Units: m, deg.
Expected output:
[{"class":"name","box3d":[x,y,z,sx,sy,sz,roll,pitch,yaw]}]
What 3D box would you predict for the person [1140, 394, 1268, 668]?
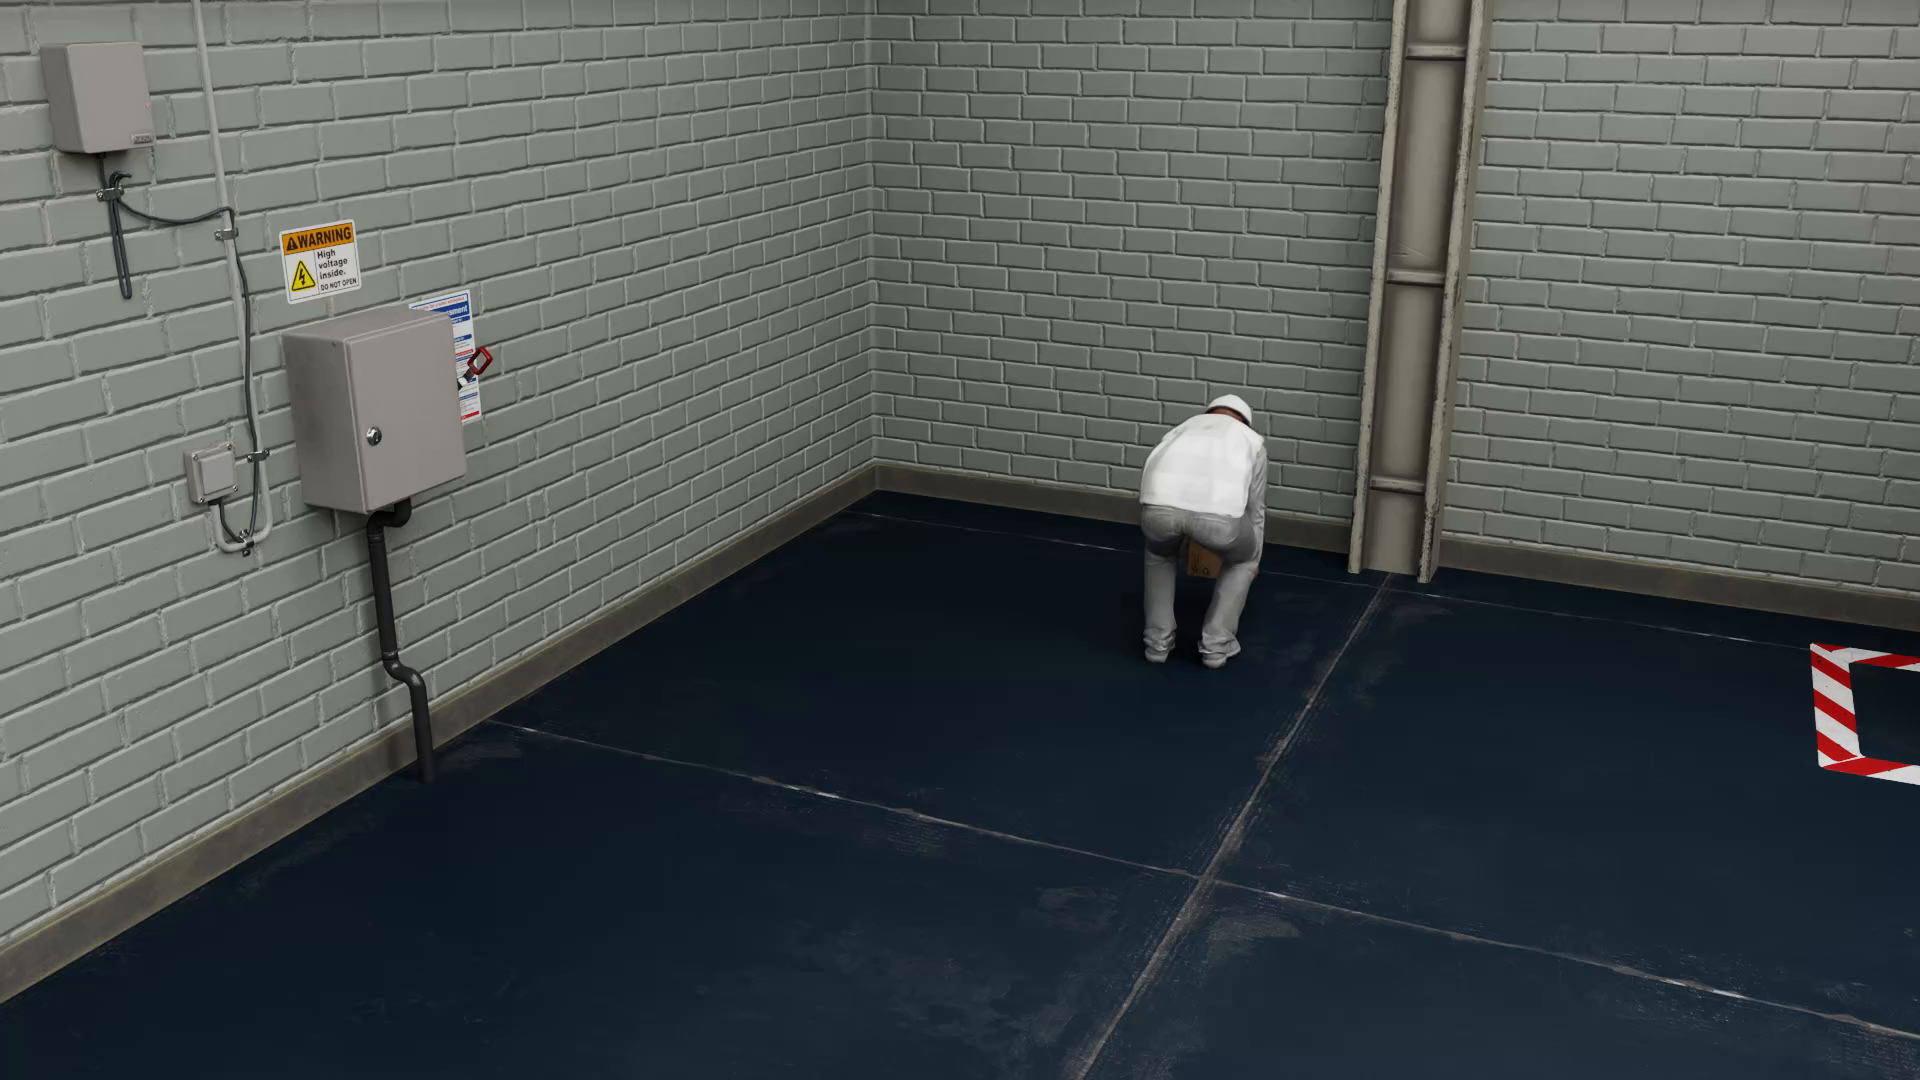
[{"class":"person","box3d":[1.071,-0.039,7.270,0.503,1.040,0.997,7,20,20]}]
